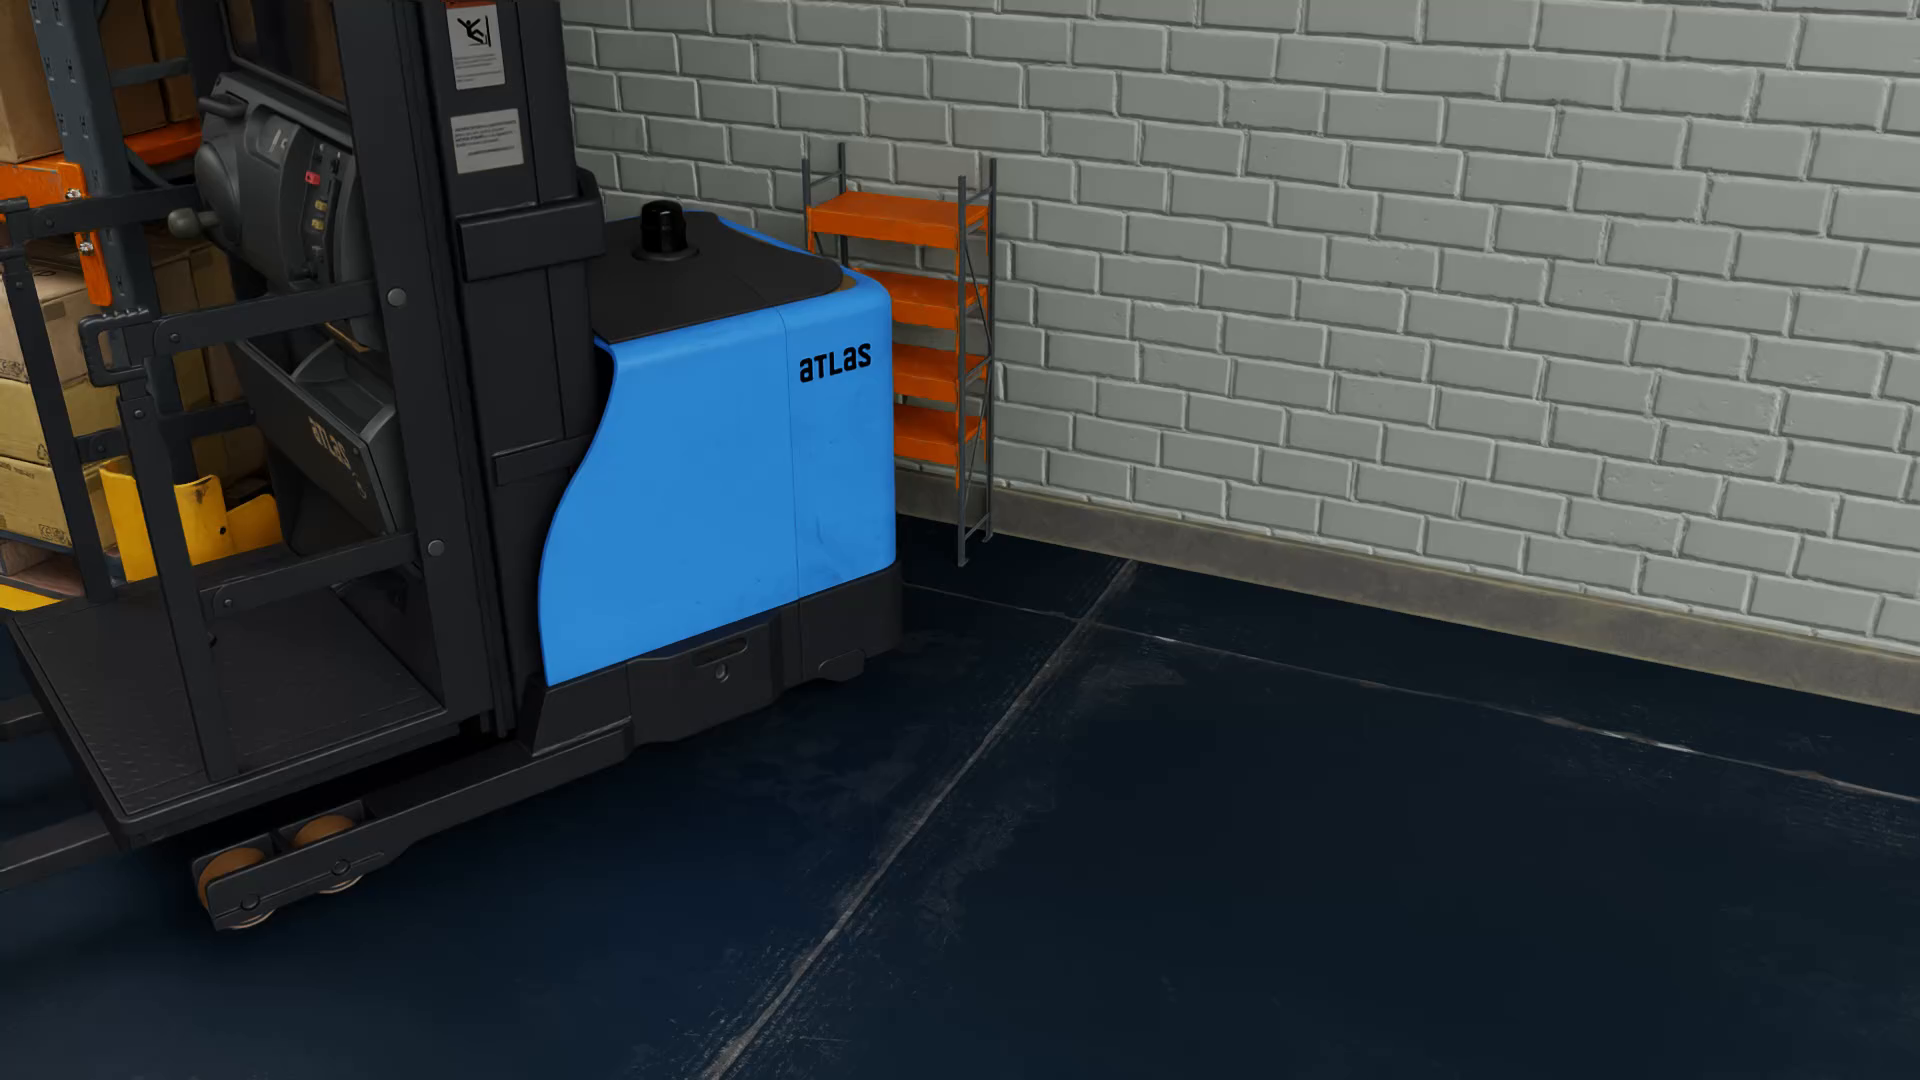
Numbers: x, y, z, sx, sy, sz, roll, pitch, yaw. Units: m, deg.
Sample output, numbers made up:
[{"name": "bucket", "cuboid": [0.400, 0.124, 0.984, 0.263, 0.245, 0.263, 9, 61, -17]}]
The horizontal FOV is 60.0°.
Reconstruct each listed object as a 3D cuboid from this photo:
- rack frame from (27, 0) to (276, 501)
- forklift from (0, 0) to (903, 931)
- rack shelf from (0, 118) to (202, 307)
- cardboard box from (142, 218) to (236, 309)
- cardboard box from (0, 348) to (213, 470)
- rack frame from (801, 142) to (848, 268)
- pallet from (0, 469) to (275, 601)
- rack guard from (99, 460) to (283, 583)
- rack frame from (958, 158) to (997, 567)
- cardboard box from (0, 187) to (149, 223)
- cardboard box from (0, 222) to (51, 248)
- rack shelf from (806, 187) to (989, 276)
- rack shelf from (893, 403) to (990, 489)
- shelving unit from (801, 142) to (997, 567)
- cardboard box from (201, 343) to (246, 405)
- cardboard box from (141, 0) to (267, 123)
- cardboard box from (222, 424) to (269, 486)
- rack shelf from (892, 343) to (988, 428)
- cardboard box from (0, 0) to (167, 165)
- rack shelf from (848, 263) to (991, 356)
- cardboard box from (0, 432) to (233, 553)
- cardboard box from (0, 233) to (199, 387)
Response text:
[{"name": "rack frame", "cuboid": [-1.989, -1.298, 4.490, 0.127, 3.000, 1.000, 11, 28, 22]}, {"name": "forklift", "cuboid": [-1.626, -0.748, 3.451, 3.031, 2.935, 1.130, -19, 32, -34]}, {"name": "rack shelf", "cuboid": [-3.810, -1.341, 5.392, 4.000, 0.370, 1.077, 11, 28, 22]}, {"name": "cardboard box", "cuboid": [-2.348, -0.865, 5.117, 0.500, 0.250, 0.500, 11, 28, 21]}, {"name": "cardboard box", "cuboid": [-2.561, -0.440, 4.820, 0.500, 0.250, 0.500, 11, 28, 21]}, {"name": "rack frame", "cuboid": [-0.397, -0.592, 5.093, 0.015, 1.200, 0.240, 11, 28, 21]}, {"name": "pallet", "cuboid": [-2.702, -0.170, 5.356, 1.213, 0.211, 1.003, 11, 28, 22]}, {"name": "rack guard", "cuboid": [-1.967, -0.172, 5.033, 0.348, 0.500, 1.175, 11, 28, 22]}, {"name": "rack frame", "cuboid": [0.049, -0.504, 4.916, 0.015, 1.200, 0.240, 11, 28, 21]}, {"name": "cardboard box", "cuboid": [-2.805, -0.955, 5.299, 0.500, 0.250, 0.500, 11, 28, 22]}, {"name": "cardboard box", "cuboid": [-3.005, -0.751, 4.885, 0.500, 0.250, 0.500, 12, 29, 23]}, {"name": "rack shelf", "cuboid": [-0.173, -0.901, 4.831, 0.480, 0.148, 0.258, 11, 28, 21]}, {"name": "rack shelf", "cuboid": [-0.174, -0.309, 5.121, 0.480, 0.148, 0.258, 11, 28, 21]}, {"name": "shelving unit", "cuboid": [-0.174, -0.548, 5.004, 0.503, 1.200, 0.258, 11, 28, 21]}, {"name": "cardboard box", "cuboid": [-2.331, -0.646, 5.238, 0.500, 0.250, 0.500, 12, 29, 23]}, {"name": "cardboard box", "cuboid": [-2.325, -1.545, 4.879, 0.500, 0.500, 0.500, 12, 29, 23]}, {"name": "cardboard box", "cuboid": [-2.355, -0.421, 5.347, 0.500, 0.250, 0.500, 11, 28, 22]}, {"name": "rack shelf", "cuboid": [-0.174, -0.488, 5.034, 0.480, 0.148, 0.258, 11, 28, 21]}, {"name": "cardboard box", "cuboid": [-2.546, -1.327, 4.436, 0.500, 0.500, 0.500, 11, 28, 21]}, {"name": "rack shelf", "cuboid": [-0.174, -0.689, 4.936, 0.480, 0.148, 0.258, 11, 28, 21]}, {"name": "cardboard box", "cuboid": [-2.548, -0.211, 4.921, 0.500, 0.250, 0.500, 12, 28, 22]}, {"name": "cardboard box", "cuboid": [-2.537, -0.660, 4.700, 0.500, 0.250, 0.500, 12, 29, 24]}]
